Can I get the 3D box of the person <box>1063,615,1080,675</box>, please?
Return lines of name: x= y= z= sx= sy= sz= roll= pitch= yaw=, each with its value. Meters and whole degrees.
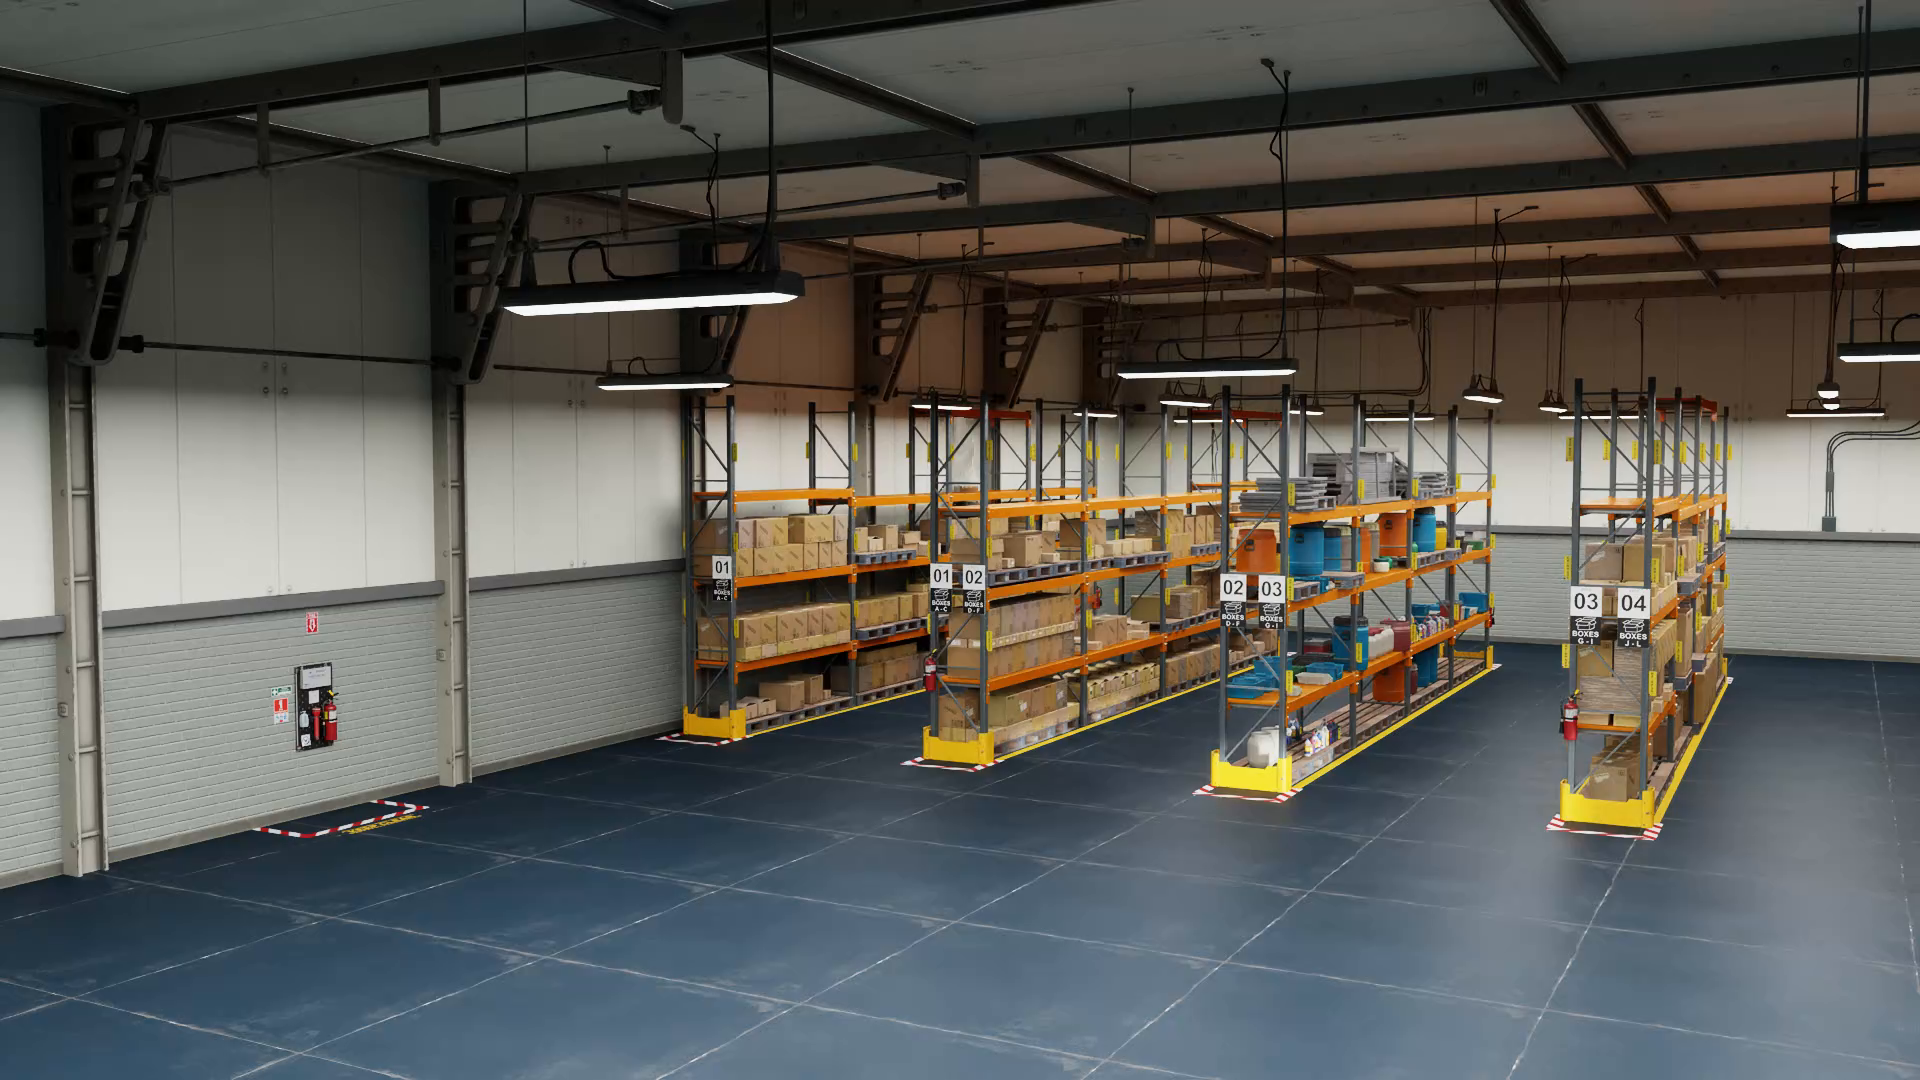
person: x=2.375 y=2.270 z=36.351 sx=0.706 sy=1.732 sz=1.048 roll=1 pitch=3 yaw=18
